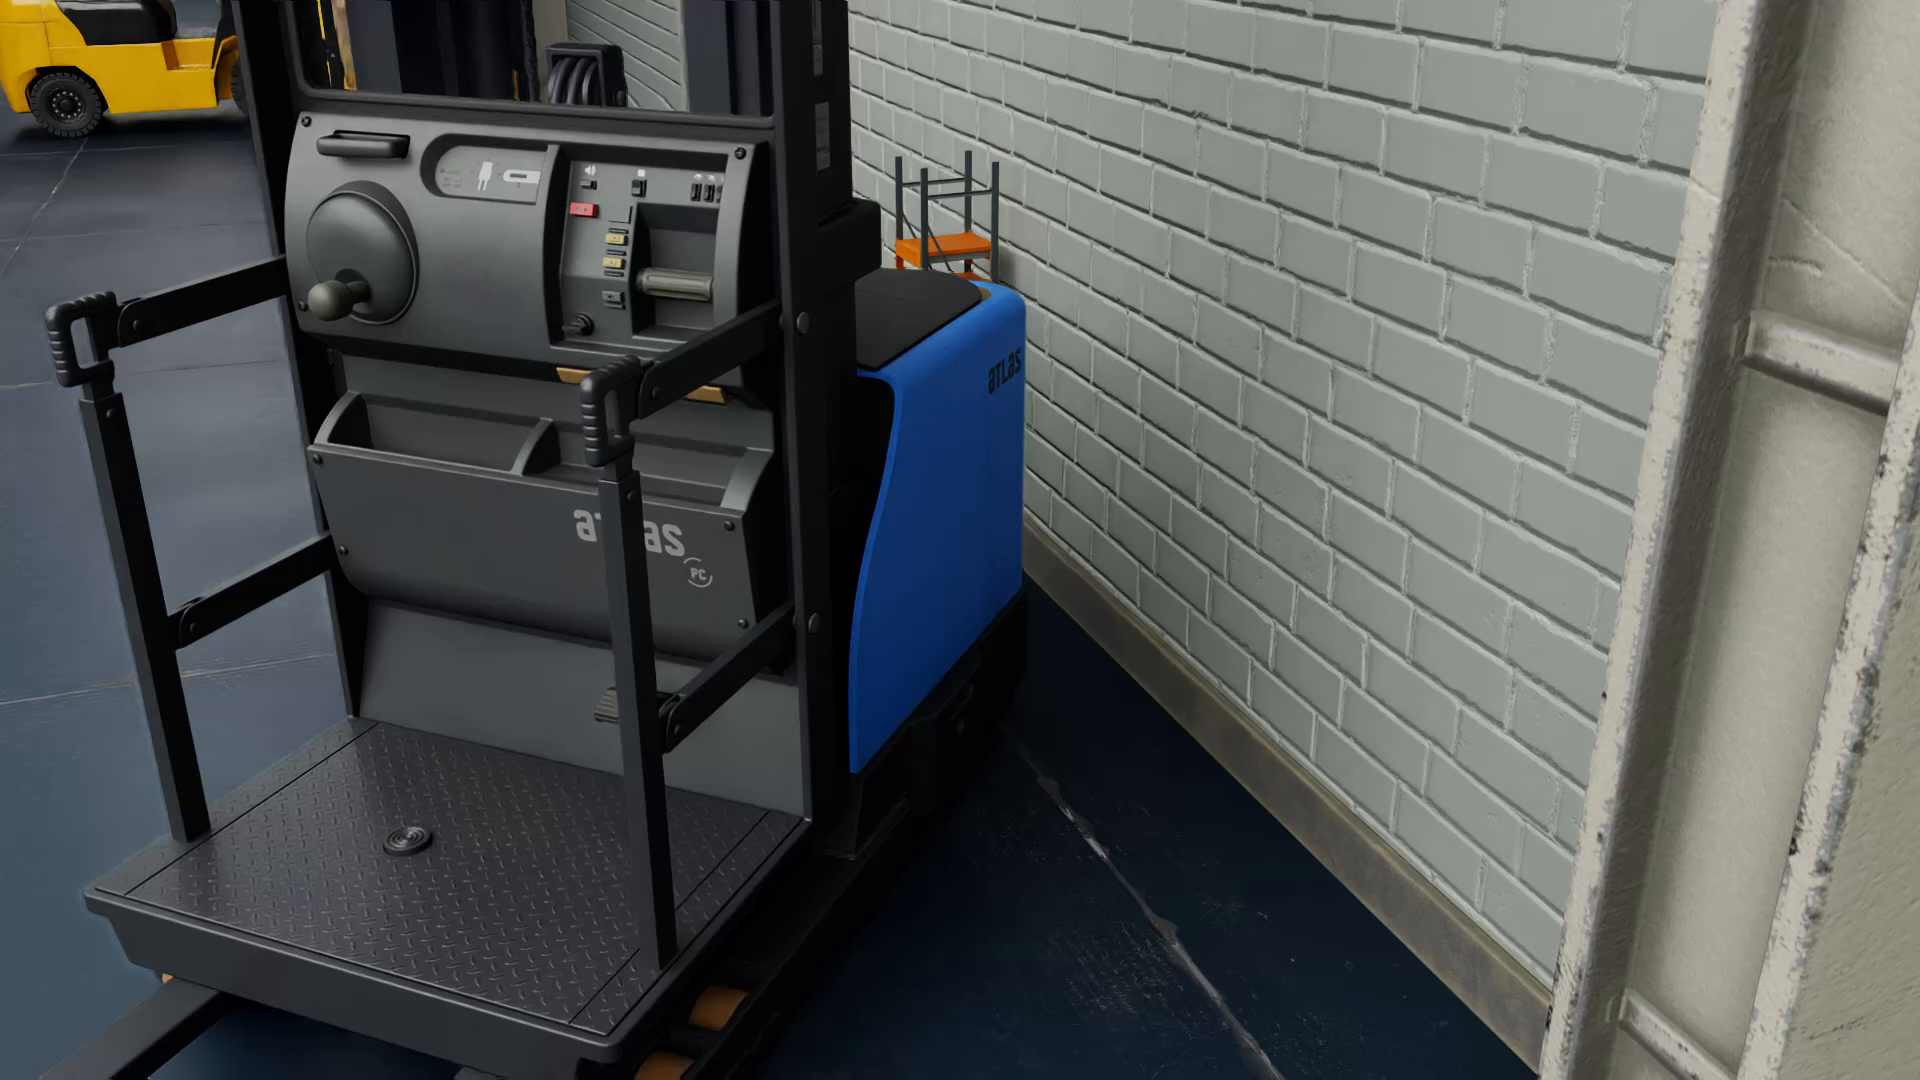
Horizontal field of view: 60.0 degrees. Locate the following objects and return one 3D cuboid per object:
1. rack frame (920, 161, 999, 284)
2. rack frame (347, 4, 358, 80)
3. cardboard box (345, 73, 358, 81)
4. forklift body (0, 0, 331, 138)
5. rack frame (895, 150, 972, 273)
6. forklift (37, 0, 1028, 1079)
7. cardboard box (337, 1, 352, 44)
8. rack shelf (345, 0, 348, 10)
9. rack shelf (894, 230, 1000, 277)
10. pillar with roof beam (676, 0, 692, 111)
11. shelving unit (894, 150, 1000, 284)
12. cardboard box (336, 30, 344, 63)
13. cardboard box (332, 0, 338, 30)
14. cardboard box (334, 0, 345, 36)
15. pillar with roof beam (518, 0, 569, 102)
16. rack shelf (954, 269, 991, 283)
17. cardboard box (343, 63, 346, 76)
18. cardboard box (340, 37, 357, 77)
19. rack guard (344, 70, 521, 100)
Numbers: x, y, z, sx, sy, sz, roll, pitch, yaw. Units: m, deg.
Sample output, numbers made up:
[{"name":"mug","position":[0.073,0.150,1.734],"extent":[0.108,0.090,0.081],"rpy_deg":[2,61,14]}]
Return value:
[{"name":"rack frame","position":[-0.001,-0.499,4.886],"extent":[0.240,1.200,0.006],"rpy_deg":[-10,26,-22]},{"name":"rack frame","position":[-3.746,-4.221,11.403],"extent":[1.000,3.000,0.127],"rpy_deg":[-8,24,-19]},{"name":"cardboard box","position":[-4.208,-3.275,12.158],"extent":[0.500,0.250,0.500],"rpy_deg":[-8,24,-19]},{"name":"forklift body","position":[-6.123,-4.269,12.609],"extent":[2.313,2.155,1.214],"rpy_deg":[-8,24,-19]},{"name":"rack frame","position":[-0.077,-0.566,5.039],"extent":[0.240,1.200,0.006],"rpy_deg":[-10,26,-22]},{"name":"forklift","position":[-0.849,-0.504,2.672],"extent":[1.130,2.935,3.031],"rpy_deg":[9,24,20]},{"name":"cardboard box","position":[-4.201,-3.733,11.957],"extent":[0.500,0.250,0.500],"rpy_deg":[-8,24,-17]},{"name":"rack shelf","position":[-4.453,-4.616,13.267],"extent":[1.077,0.370,4.000],"rpy_deg":[-8,24,-19]},{"name":"rack shelf","position":[-0.039,-0.821,4.835],"extent":[0.258,0.103,0.180],"rpy_deg":[-10,26,-22]},{"name":"pillar with roof beam","position":[-5.057,-4.592,4.558],"extent":[9.100,9.000,0.400],"rpy_deg":[-8,24,-19]},{"name":"shelving unit","position":[-0.039,-0.532,4.963],"extent":[0.258,1.200,0.189],"rpy_deg":[-10,26,-22]},{"name":"cardboard box","position":[-4.580,-3.881,12.951],"extent":[0.500,0.250,0.500],"rpy_deg":[-9,24,-20]},{"name":"cardboard box","position":[-4.574,-4.100,12.827],"extent":[0.500,0.250,0.500],"rpy_deg":[-8,24,-18]},{"name":"cardboard box","position":[-4.386,-3.918,12.395],"extent":[0.500,0.250,0.500],"rpy_deg":[-8,24,-18]},{"name":"pillar with roof beam","position":[-7.176,-6.772,9.730],"extent":[9.100,9.000,0.400],"rpy_deg":[-8,24,-19]},{"name":"rack shelf","position":[-0.039,-0.711,4.884],"extent":[0.258,0.103,0.180],"rpy_deg":[-10,26,-22]},{"name":"cardboard box","position":[-4.747,-3.826,13.464],"extent":[0.500,0.250,0.500],"rpy_deg":[-8,24,-17]},{"name":"cardboard box","position":[-4.211,-3.512,12.077],"extent":[0.500,0.250,0.500],"rpy_deg":[-9,24,-20]},{"name":"rack guard","position":[-3.738,-3.061,11.868],"extent":[1.175,0.500,0.348],"rpy_deg":[-8,24,-19]}]
